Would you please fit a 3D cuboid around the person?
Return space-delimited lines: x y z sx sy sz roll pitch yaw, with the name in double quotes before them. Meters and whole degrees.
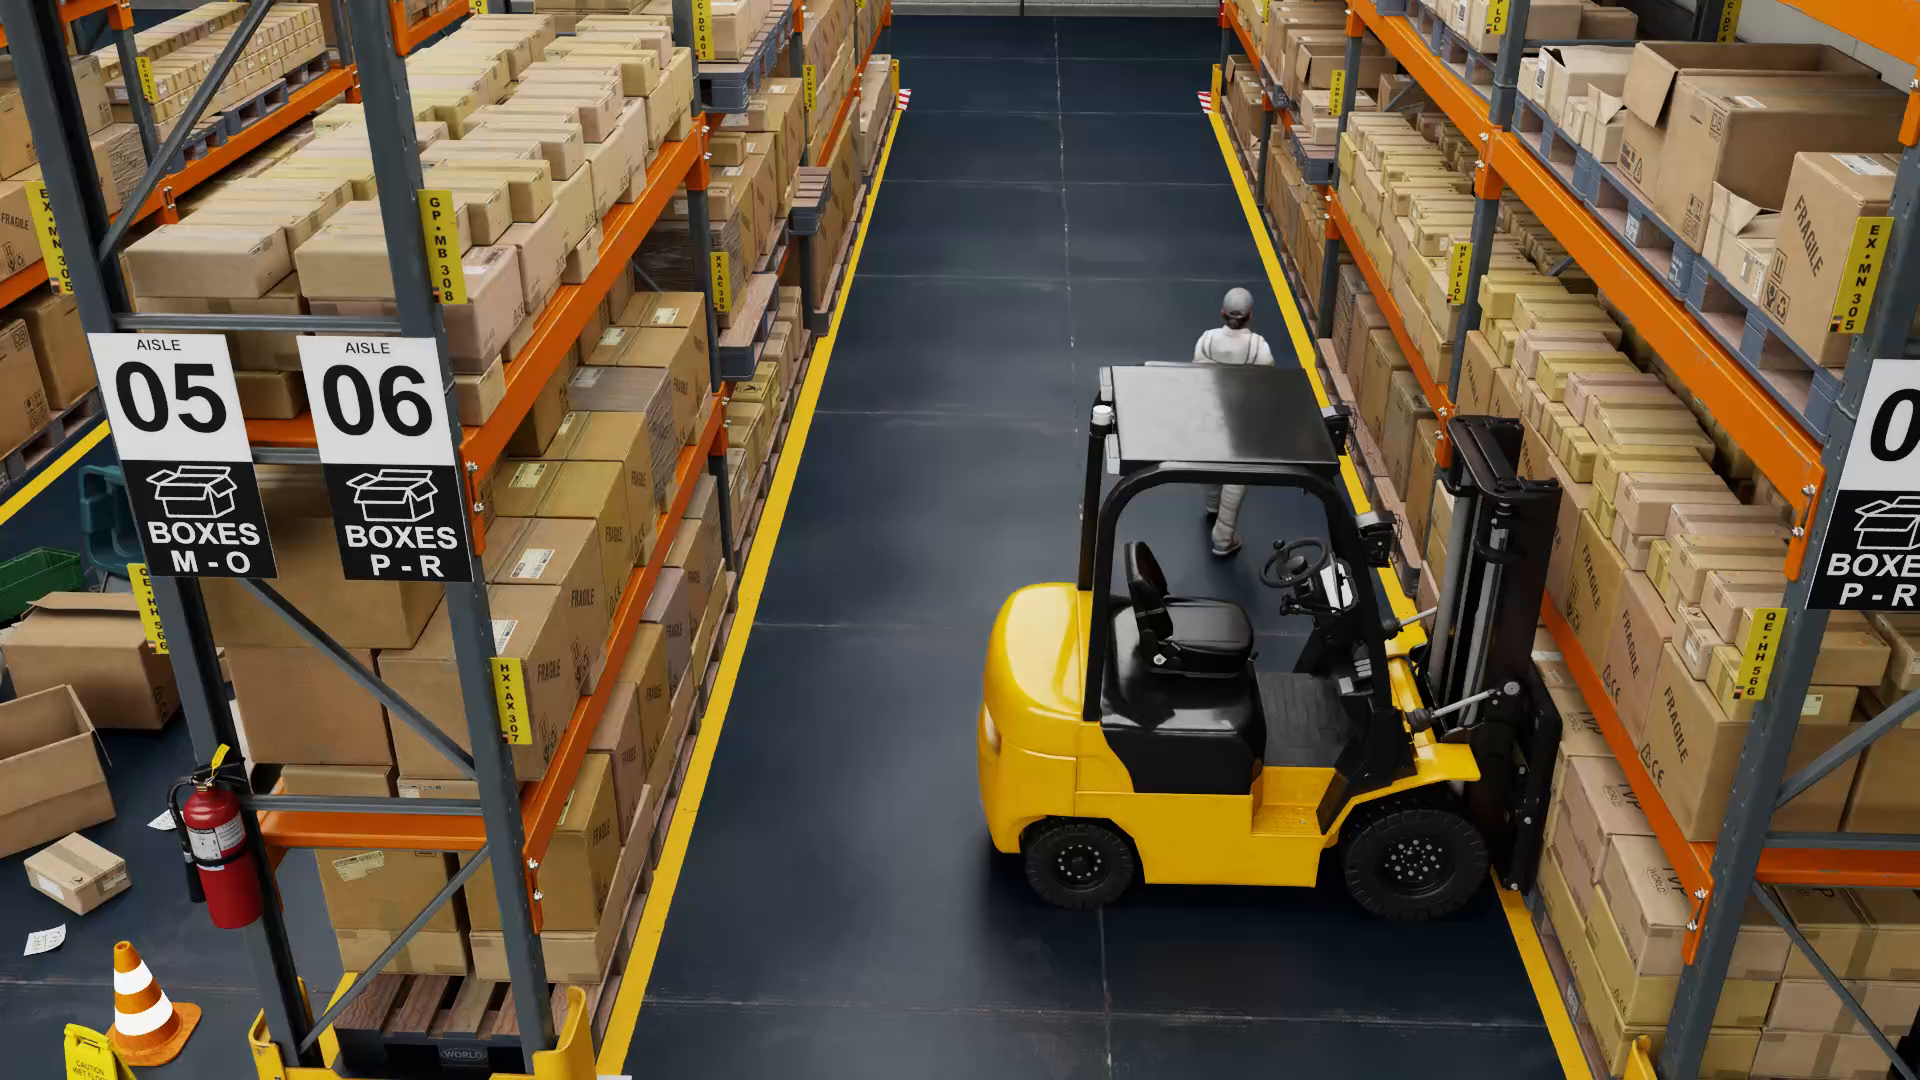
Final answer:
"person" 1.687 -0.790 10.076 0.490 1.633 0.834 13 31 23
